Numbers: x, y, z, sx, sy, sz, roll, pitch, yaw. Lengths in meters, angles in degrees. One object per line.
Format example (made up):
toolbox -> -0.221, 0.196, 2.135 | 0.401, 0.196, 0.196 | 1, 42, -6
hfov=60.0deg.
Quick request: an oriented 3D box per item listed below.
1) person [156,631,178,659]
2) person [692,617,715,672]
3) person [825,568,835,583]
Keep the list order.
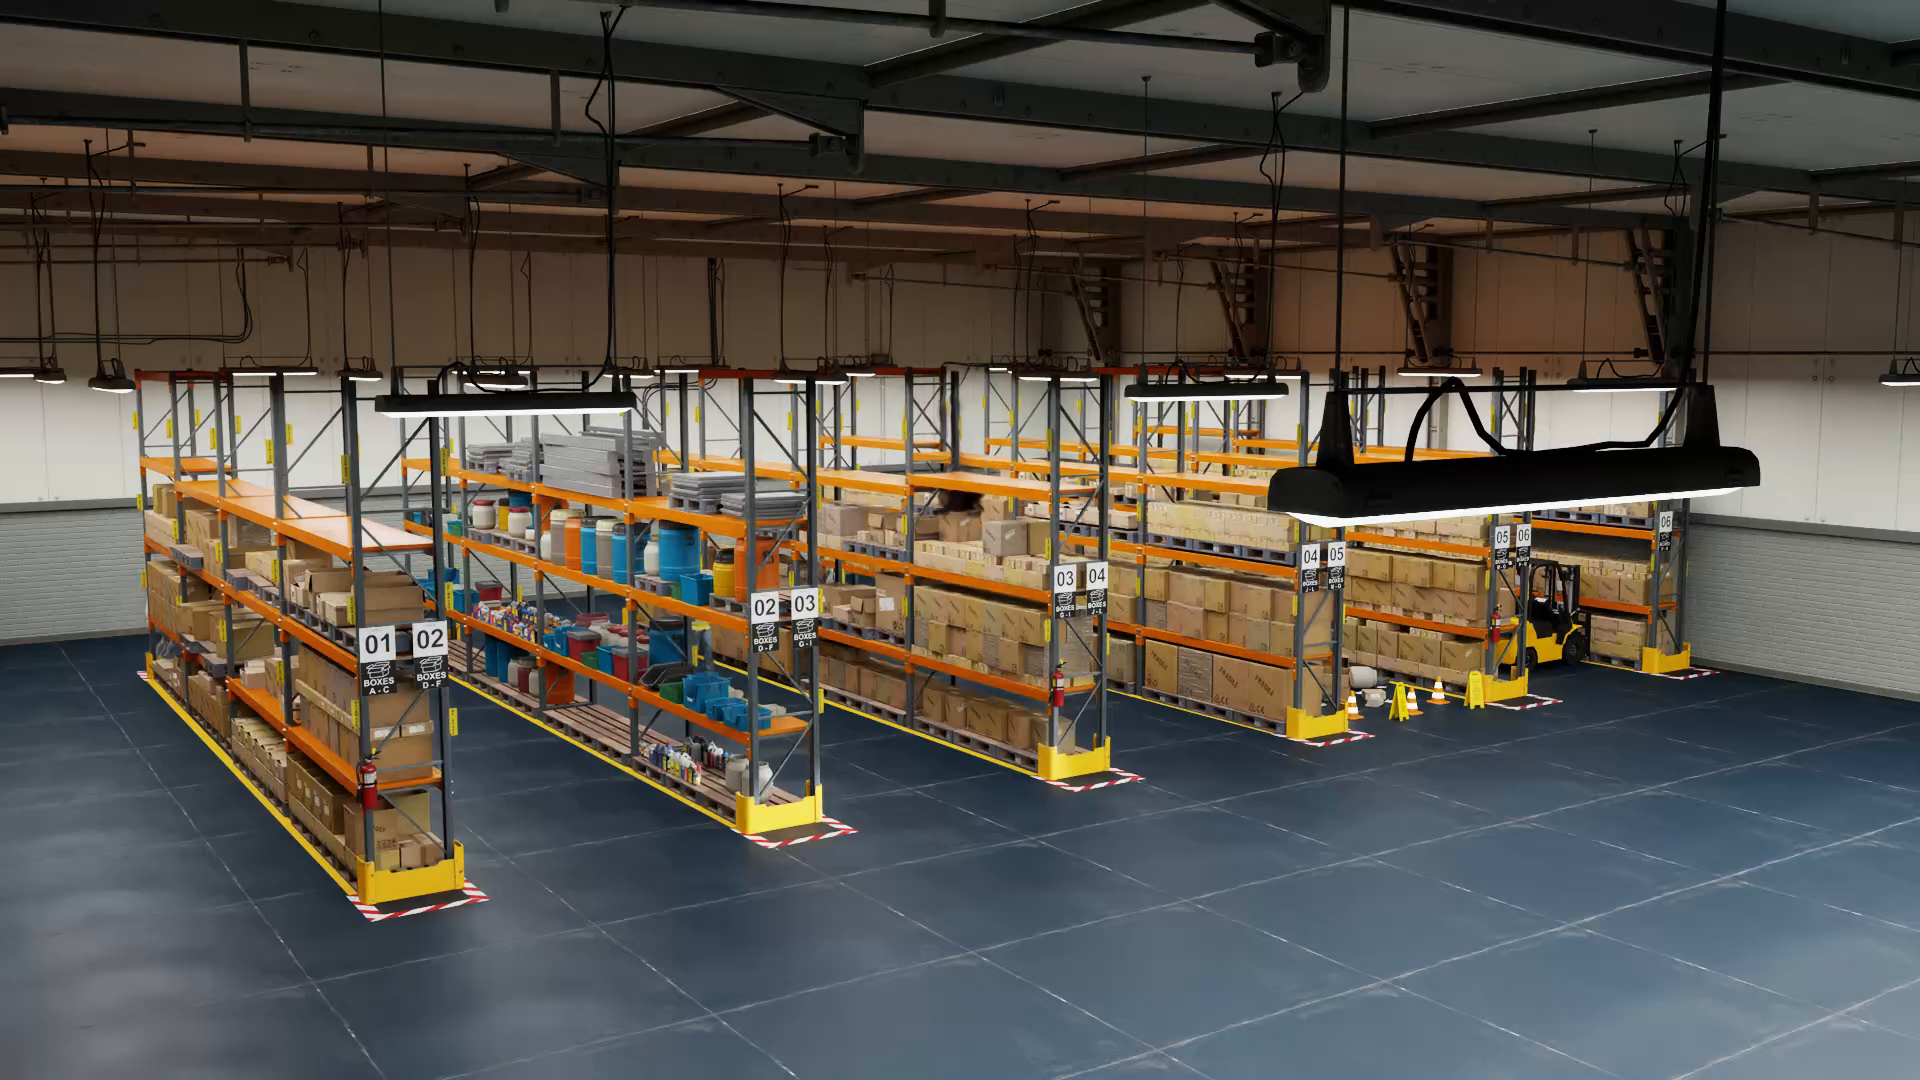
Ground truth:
person -> -16.101, 1.703, 33.763 | 0.664, 1.724, 0.611 | -1, 7, -10
person -> -5.076, 1.773, 32.427 | 0.689, 1.788, 0.912 | -6, 9, -43
person -> -3.138, 0.758, 41.815 | 0.595, 1.728, 0.722 | -2, 7, -18
